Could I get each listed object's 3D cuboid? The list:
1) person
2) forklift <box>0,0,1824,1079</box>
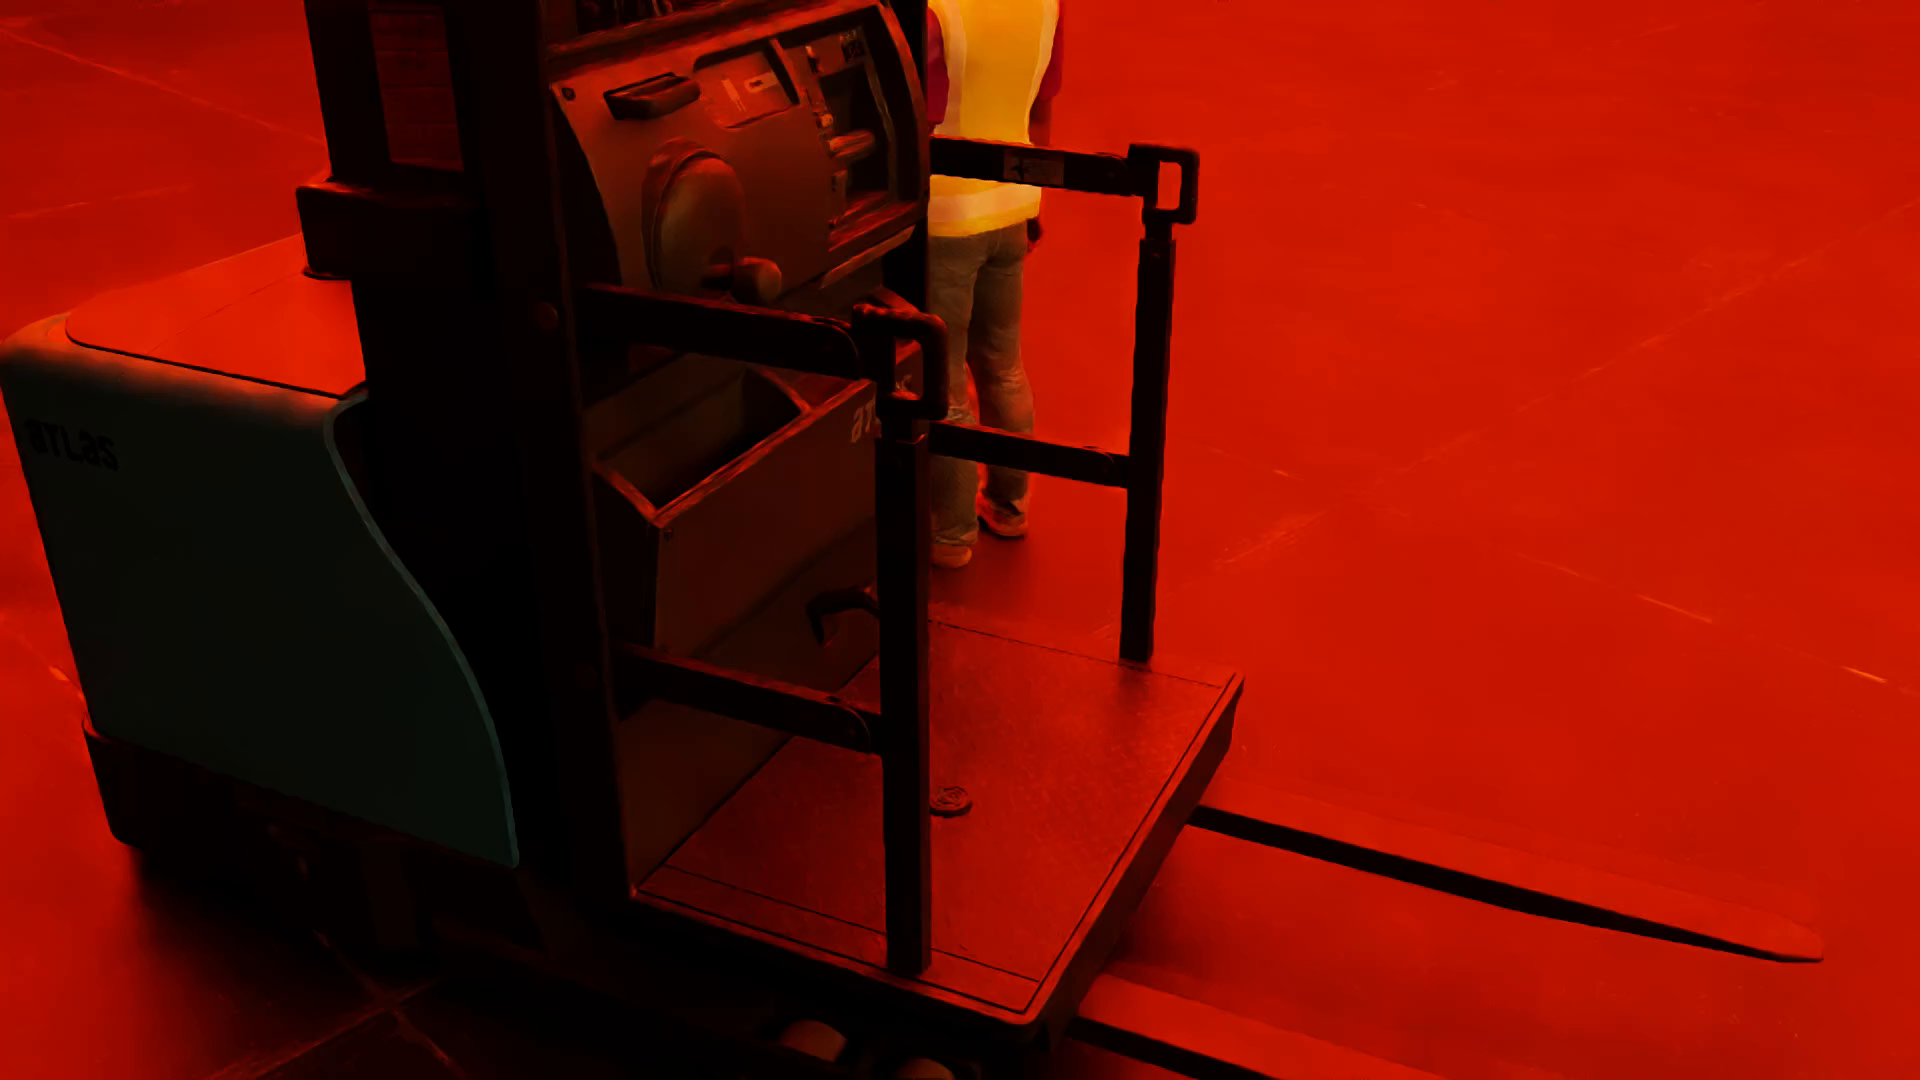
[{"bbox_3d":[-0.010,-0.797,4.160,0.559,1.771,0.367,-24,35,-39],"label":"person"},{"bbox_3d":[-0.105,-0.615,2.468,3.031,2.935,1.130,12,28,22],"label":"forklift"}]
